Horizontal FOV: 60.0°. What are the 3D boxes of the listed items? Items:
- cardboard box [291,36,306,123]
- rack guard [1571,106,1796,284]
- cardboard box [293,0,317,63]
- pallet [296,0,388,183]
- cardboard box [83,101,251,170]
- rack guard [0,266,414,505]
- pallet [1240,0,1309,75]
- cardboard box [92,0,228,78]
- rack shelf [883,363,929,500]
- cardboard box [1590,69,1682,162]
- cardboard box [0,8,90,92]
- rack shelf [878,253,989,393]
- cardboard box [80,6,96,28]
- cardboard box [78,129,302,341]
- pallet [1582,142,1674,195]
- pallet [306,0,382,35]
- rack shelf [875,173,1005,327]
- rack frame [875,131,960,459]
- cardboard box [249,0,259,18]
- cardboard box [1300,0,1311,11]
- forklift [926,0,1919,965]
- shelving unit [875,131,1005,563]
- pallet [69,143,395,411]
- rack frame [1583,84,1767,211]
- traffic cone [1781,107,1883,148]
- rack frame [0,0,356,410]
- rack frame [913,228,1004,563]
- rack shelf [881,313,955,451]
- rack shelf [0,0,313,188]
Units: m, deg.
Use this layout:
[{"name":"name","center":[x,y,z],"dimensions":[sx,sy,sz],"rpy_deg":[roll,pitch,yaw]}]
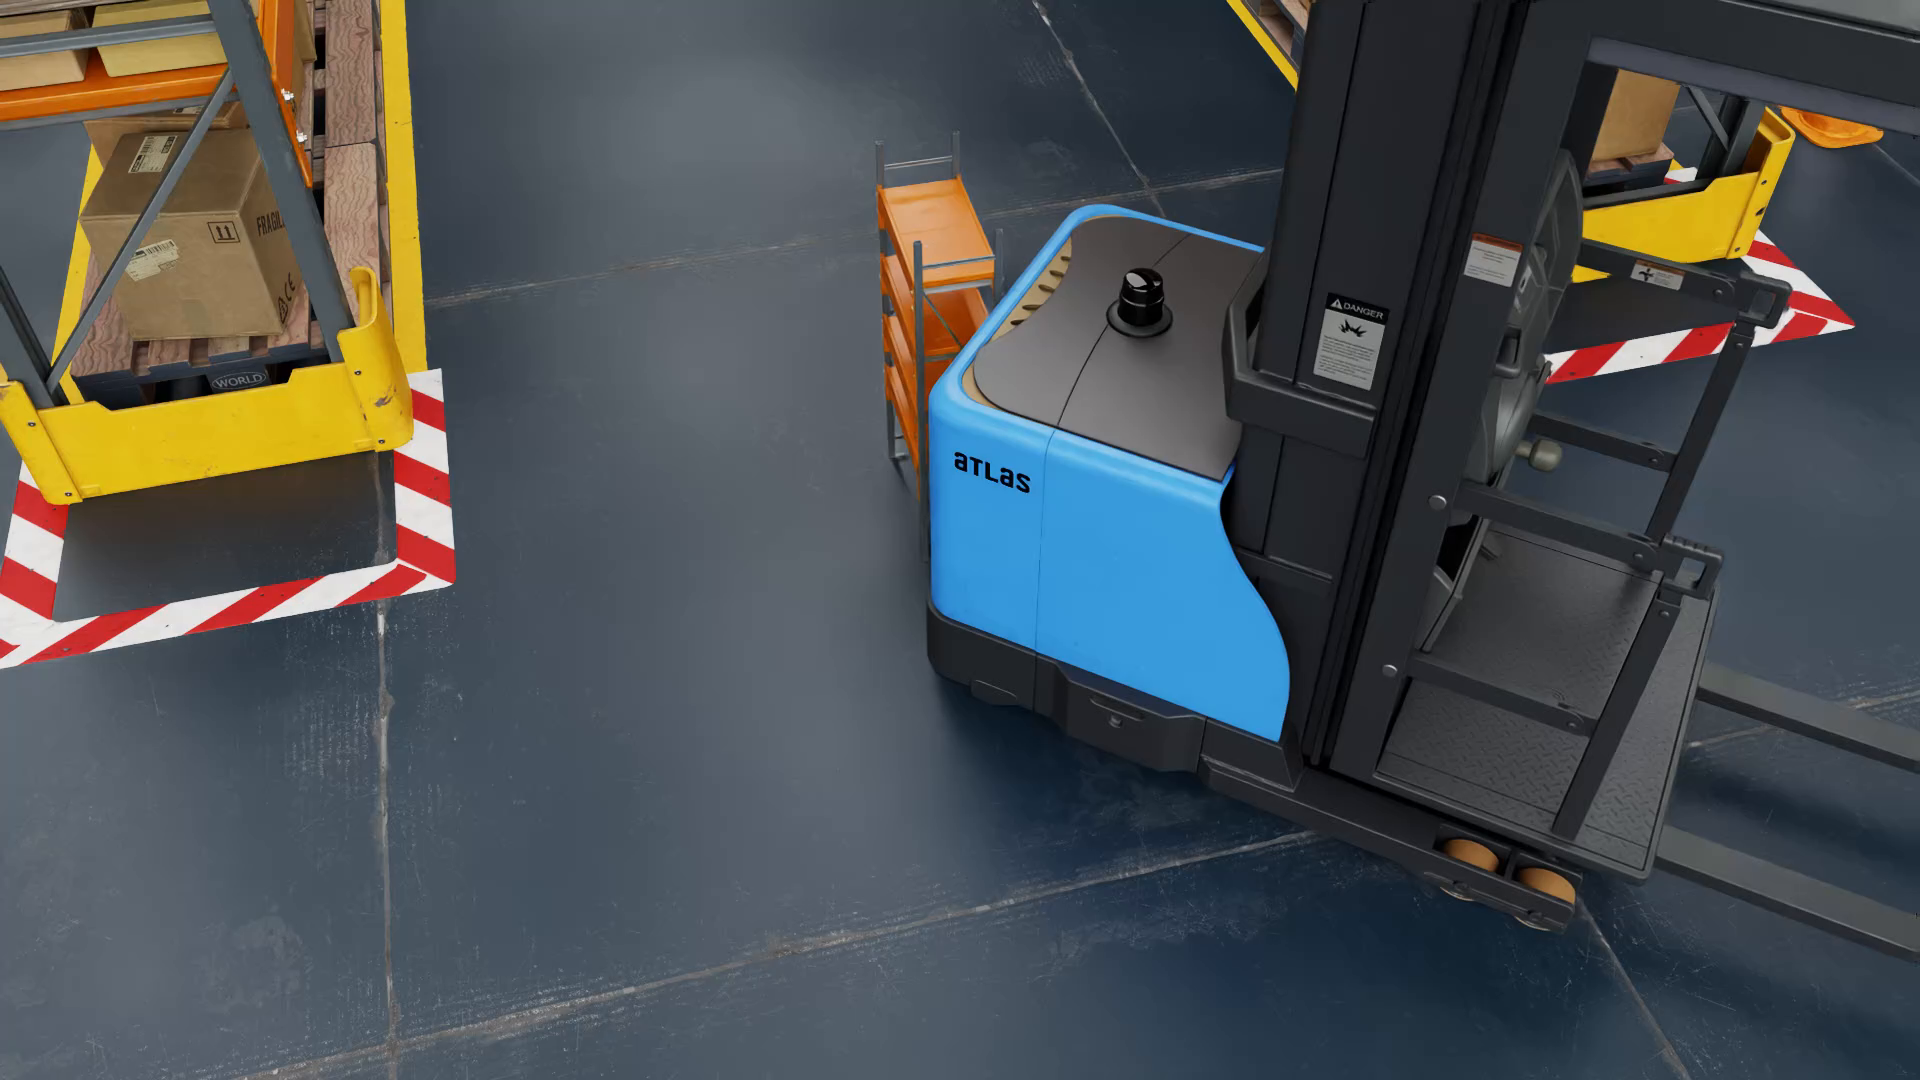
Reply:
[{"name":"cardboard box","center":[-2.887,-1.874,6.443],"dimensions":[0.500,0.500,0.500],"rpy_deg":[-7,46,-7]},{"name":"rack guard","center":[2.411,-1.271,6.146],"dimensions":[1.175,0.500,0.348],"rpy_deg":[-11,47,-10]},{"name":"cardboard box","center":[-2.987,-2.268,6.828],"dimensions":[0.500,0.500,0.500],"rpy_deg":[-15,47,-14]},{"name":"pallet","center":[-2.917,-1.810,6.876],"dimensions":[1.003,0.211,1.213],"rpy_deg":[-11,47,-10]},{"name":"cardboard box","center":[-2.745,-1.438,6.016],"dimensions":[0.500,0.500,0.500],"rpy_deg":[0,46,0]},{"name":"rack guard","center":[-2.435,-0.503,5.393],"dimensions":[1.175,0.500,0.348],"rpy_deg":[-11,47,-10]},{"name":"pallet","center":[1.816,-2.565,7.616],"dimensions":[1.003,0.211,1.213],"rpy_deg":[-11,47,-10]},{"name":"cardboard box","center":[-2.258,-1.478,4.774],"dimensions":[0.380,0.149,0.250],"rpy_deg":[-11,47,-10]},{"name":"rack shelf","center":[-0.061,-0.358,5.133],"dimensions":[0.258,0.148,0.480],"rpy_deg":[-10,46,-10]},{"name":"cardboard box","center":[2.168,-2.022,6.325],"dimensions":[0.875,0.875,0.875],"rpy_deg":[-10,47,-10]},{"name":"cardboard box","center":[-2.688,-1.397,4.695],"dimensions":[0.380,0.149,0.250],"rpy_deg":[-11,47,-10]},{"name":"rack shelf","center":[-0.061,-0.653,4.831],"dimensions":[0.258,0.148,0.480],"rpy_deg":[-10,46,-10]},{"name":"cardboard box","center":[-2.751,-1.570,4.864],"dimensions":[0.380,0.149,0.250],"rpy_deg":[-11,47,-10]},{"name":"cardboard box","center":[-2.559,-1.032,5.617],"dimensions":[0.500,0.500,0.500],"rpy_deg":[-3,46,-3]},{"name":"pallet","center":[2.125,-1.724,6.792],"dimensions":[1.003,0.211,1.213],"rpy_deg":[-11,47,-10]},{"name":"pallet","center":[-3.233,-2.654,7.703],"dimensions":[1.003,0.211,1.213],"rpy_deg":[-11,47,-10]},{"name":"rack shelf","center":[-0.061,-0.819,4.662],"dimensions":[0.258,0.148,0.480],"rpy_deg":[-10,46,-10]},{"name":"rack frame","center":[-0.119,-0.713,5.109],"dimensions":[0.240,1.200,0.015],"rpy_deg":[-10,46,-10]},{"name":"cardboard box","center":[-2.303,-1.654,4.947],"dimensions":[0.380,0.149,0.250],"rpy_deg":[-11,47,-10]},{"name":"cardboard box","center":[1.941,-2.629,6.920],"dimensions":[0.875,0.875,0.875],"rpy_deg":[-11,47,-11]},{"name":"forklift","center":[1.457,-0.464,3.653],"dimensions":[3.031,2.935,1.130],"rpy_deg":[20,49,18]},{"name":"shelving unit","center":[-0.061,-0.544,4.943],"dimensions":[0.258,1.200,0.503],"rpy_deg":[-10,46,-10]},{"name":"pallet","center":[-2.609,-0.970,6.052],"dimensions":[1.003,0.211,1.213],"rpy_deg":[-11,47,-10]},{"name":"rack frame","center":[2.405,-2.163,5.269],"dimensions":[1.000,3.000,0.127],"rpy_deg":[-11,47,-10]},{"name":"traffic cone","center":[3.642,-1.901,6.789],"dimensions":[0.336,0.463,0.334],"rpy_deg":[-11,47,-10]},{"name":"rack frame","center":[-2.415,-1.326,4.449],"dimensions":[1.000,3.000,0.127],"rpy_deg":[-11,47,-10]},{"name":"rack frame","center":[-0.004,-0.375,4.777],"dimensions":[0.240,1.200,0.015],"rpy_deg":[-10,46,-10]},{"name":"rack shelf","center":[-0.061,-0.497,4.991],"dimensions":[0.258,0.148,0.480],"rpy_deg":[-10,46,-10]},{"name":"rack shelf","center":[-2.927,-2.455,6.059],"dimensions":[1.077,0.370,4.000],"rpy_deg":[-11,47,-10]}]
